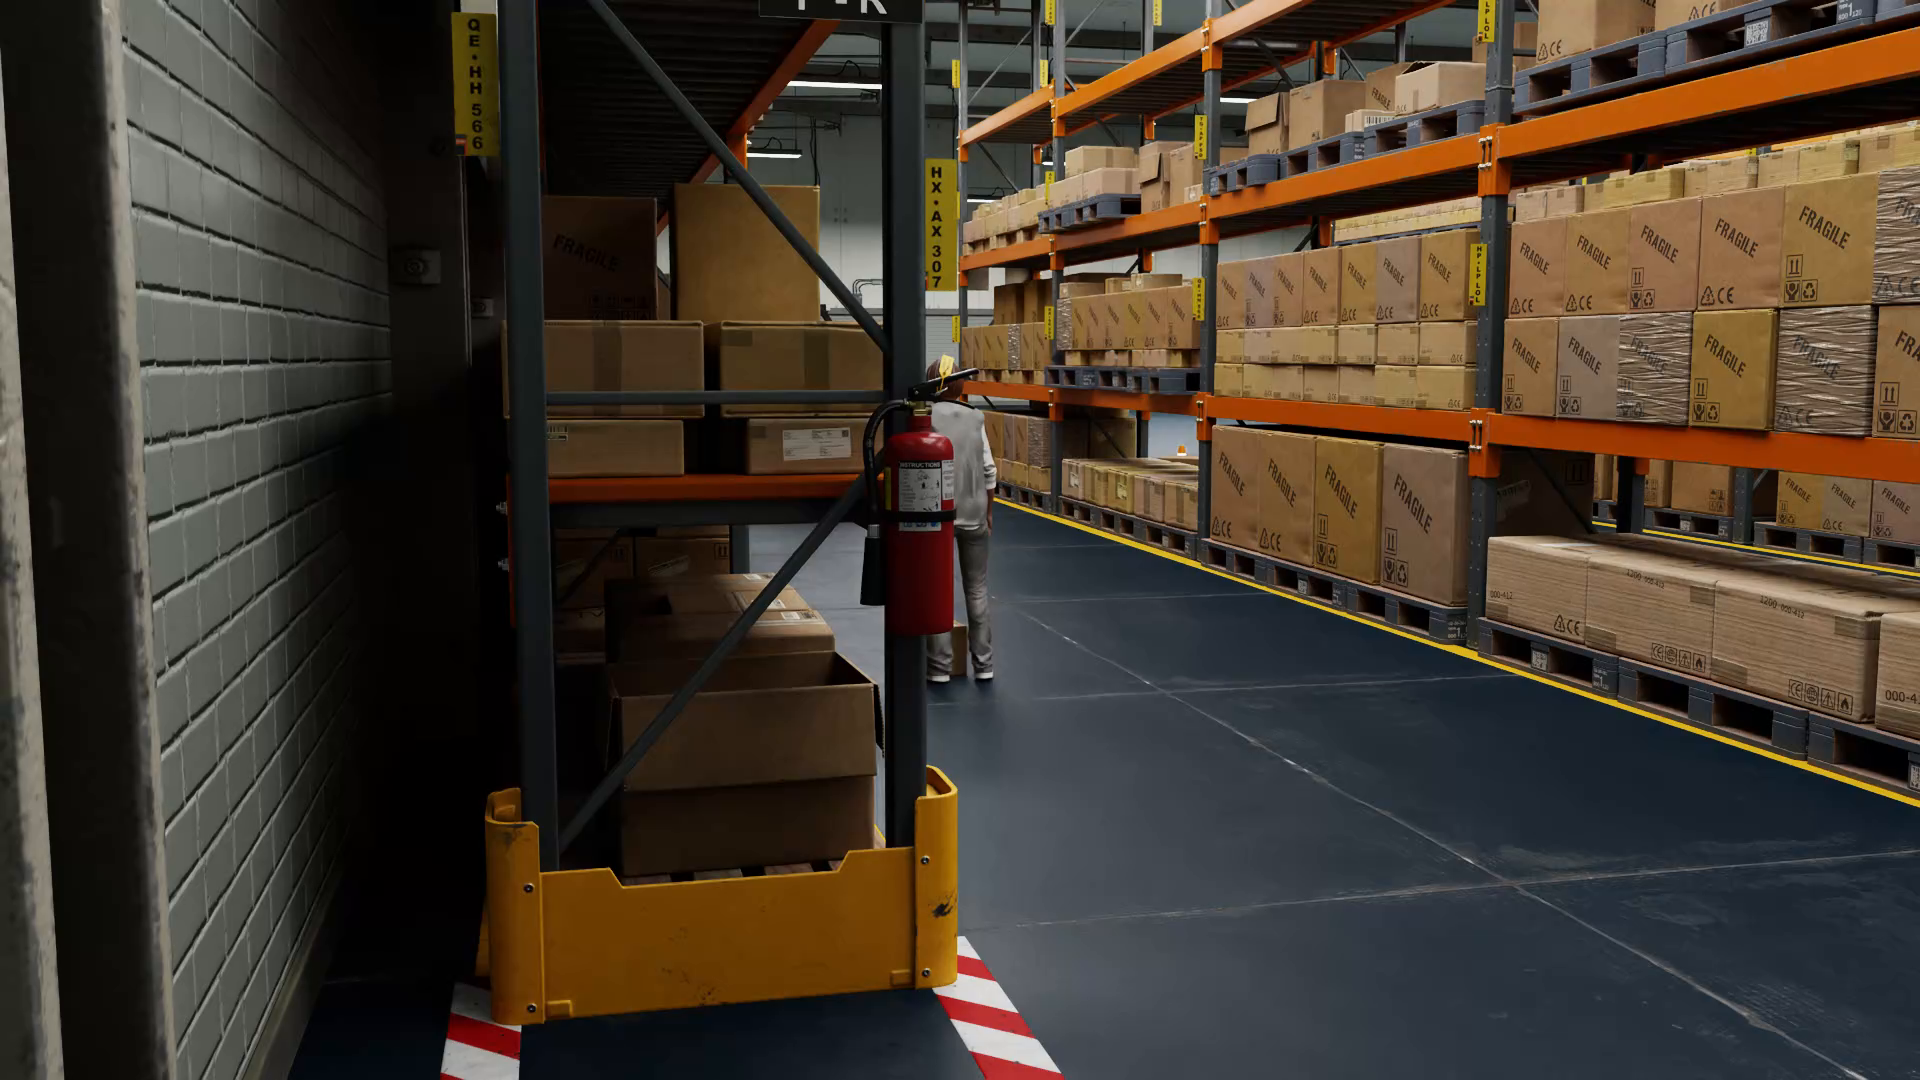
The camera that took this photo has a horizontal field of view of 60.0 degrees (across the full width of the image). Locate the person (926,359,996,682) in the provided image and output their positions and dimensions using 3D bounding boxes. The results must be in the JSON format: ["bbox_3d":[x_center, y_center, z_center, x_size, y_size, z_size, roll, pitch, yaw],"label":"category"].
[{"bbox_3d":[-0.037,-0.092,8.206,0.485,1.592,0.347,-2,7,-20],"label":"person"}]
